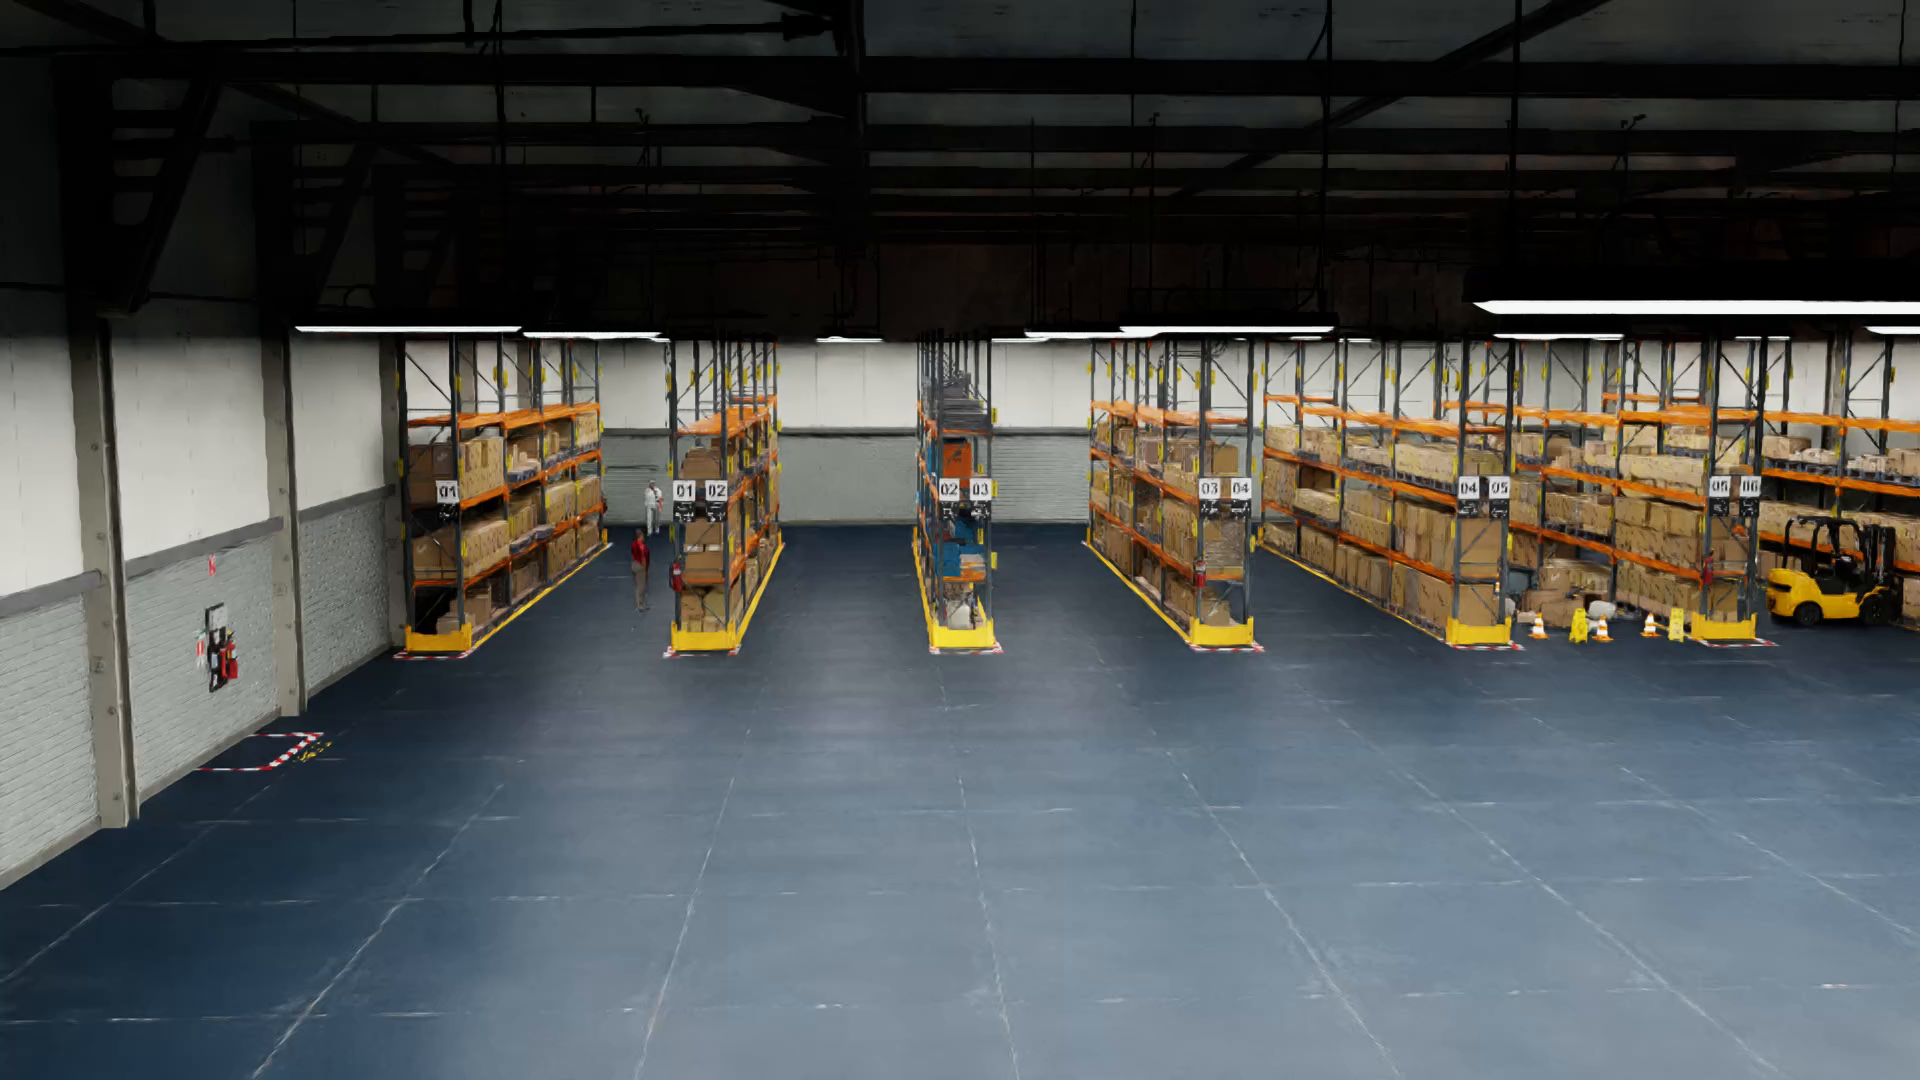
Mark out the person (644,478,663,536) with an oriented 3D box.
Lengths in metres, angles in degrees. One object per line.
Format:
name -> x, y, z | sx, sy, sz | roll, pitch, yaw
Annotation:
person -> -9.180, -1.000, 49.804 | 0.556, 1.712, 1.036 | 0, 7, -4

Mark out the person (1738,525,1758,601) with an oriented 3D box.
person -> 17.582, 0.507, 37.156 | 0.544, 1.667, 0.571 | 3, 7, 25

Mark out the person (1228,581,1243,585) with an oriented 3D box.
person -> 6.561, 0.149, 39.617 | 0.469, 1.784, 0.629 | -3, 8, -27

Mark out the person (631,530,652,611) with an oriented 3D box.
person -> -6.834, 0.640, 35.778 | 0.457, 1.733, 0.593 | -5, 8, -34
